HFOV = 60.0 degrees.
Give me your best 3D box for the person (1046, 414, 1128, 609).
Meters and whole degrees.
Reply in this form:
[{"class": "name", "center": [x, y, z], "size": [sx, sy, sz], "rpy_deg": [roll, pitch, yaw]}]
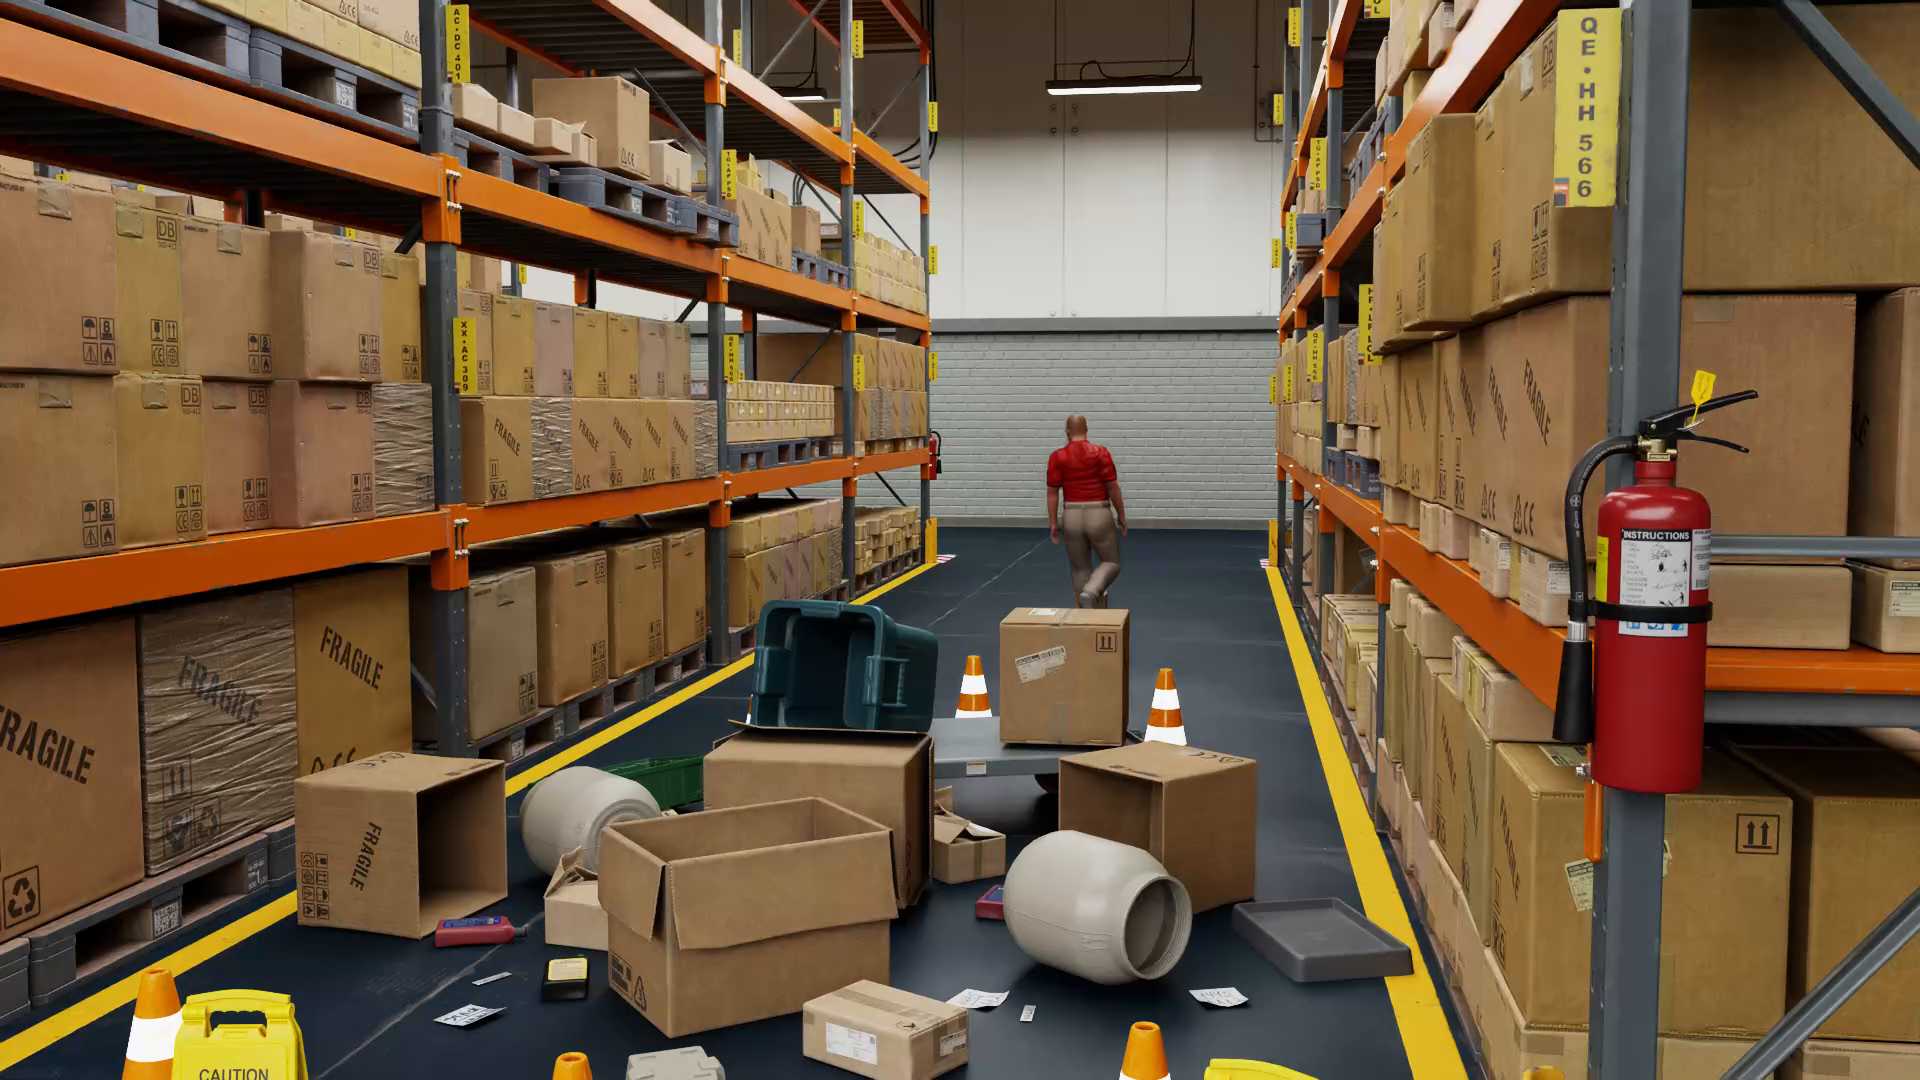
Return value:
[{"class": "person", "center": [1.020, -0.141, 13.098], "size": [0.618, 1.702, 0.757], "rpy_deg": [1, 5, 18]}]
